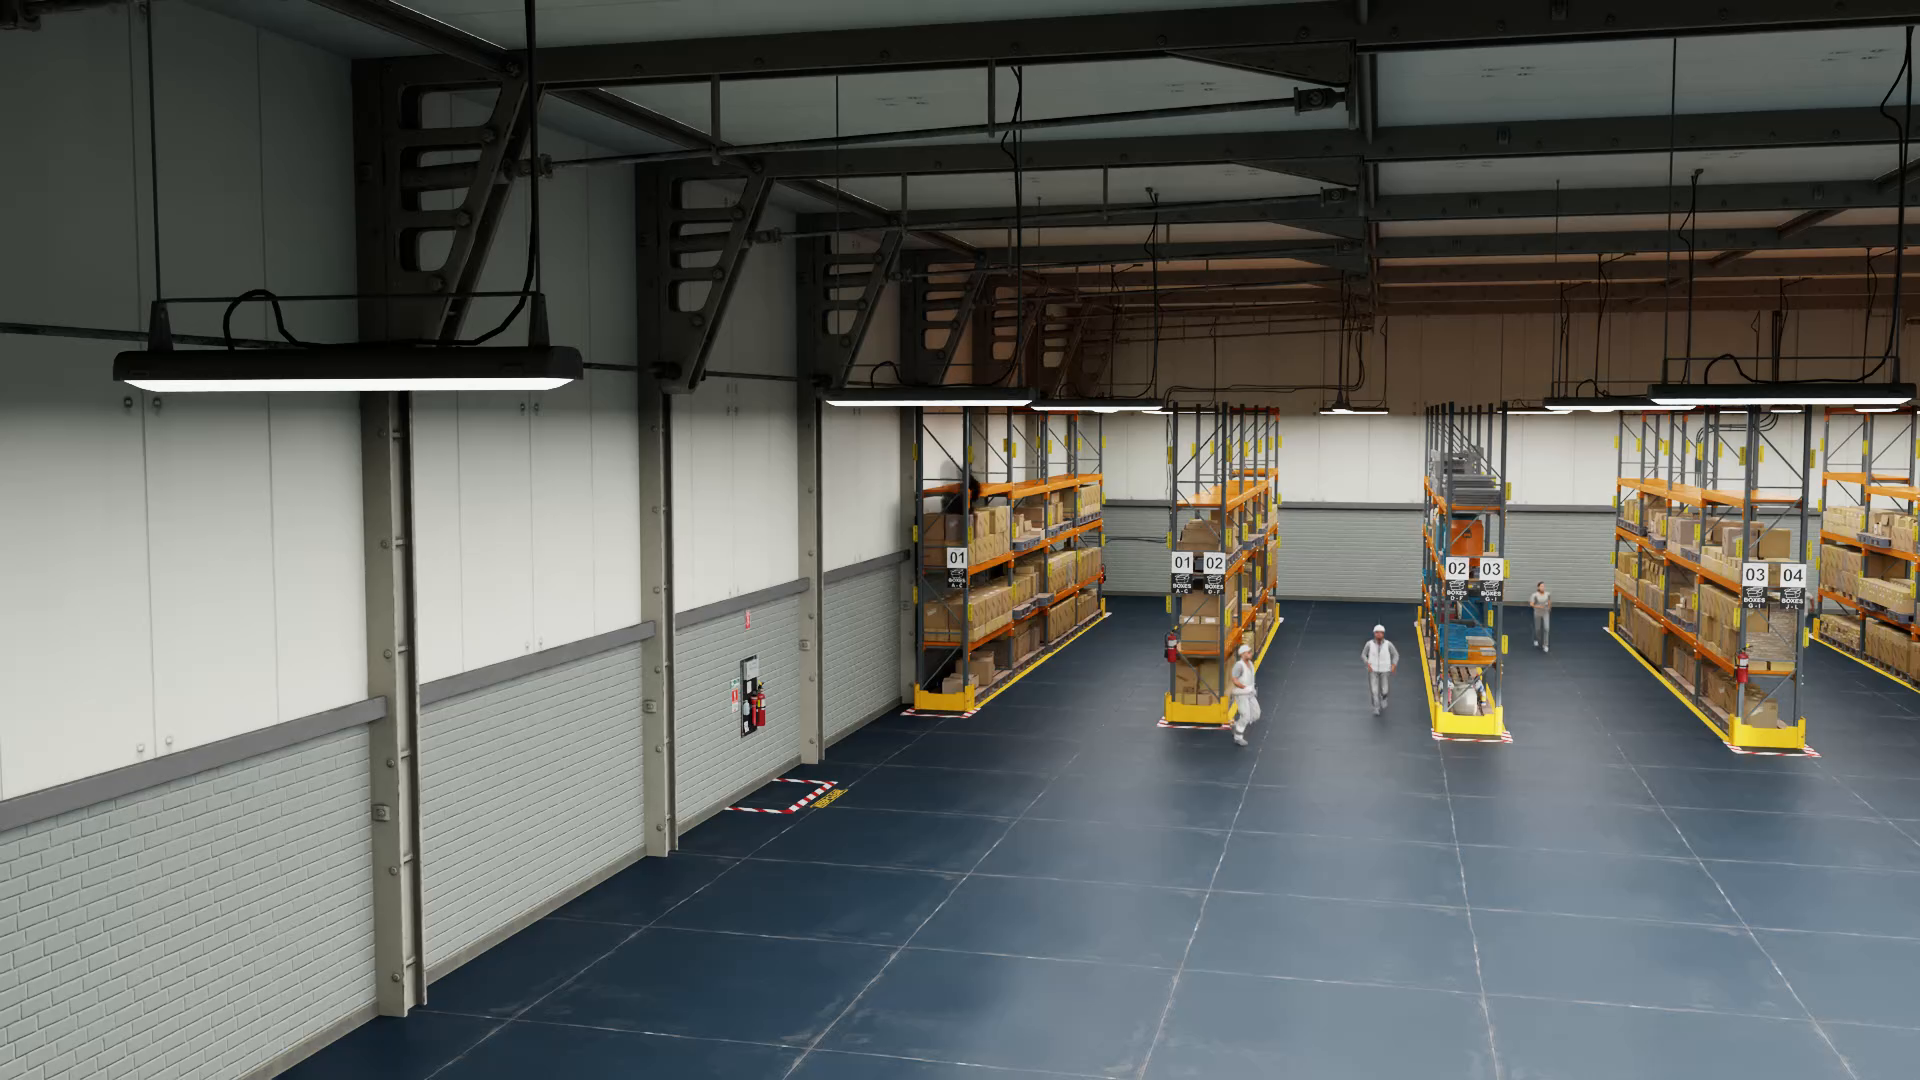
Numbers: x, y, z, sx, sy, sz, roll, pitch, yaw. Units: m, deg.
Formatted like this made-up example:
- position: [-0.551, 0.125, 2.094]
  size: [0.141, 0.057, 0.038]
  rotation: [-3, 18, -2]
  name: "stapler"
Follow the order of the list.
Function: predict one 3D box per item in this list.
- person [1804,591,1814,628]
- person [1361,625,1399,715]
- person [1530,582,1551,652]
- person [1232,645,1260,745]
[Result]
- position: [20.315, 1.868, 40.321]
  size: [0.710, 1.813, 0.903]
  rotation: [2, 5, 21]
  name: "person"
- position: [8.067, 2.496, 31.984]
  size: [0.707, 1.729, 0.609]
  rotation: [1, 4, 14]
  name: "person"
- position: [14.299, 1.860, 40.956]
  size: [0.542, 1.677, 0.967]
  rotation: [1, 4, 7]
  name: "person"
- position: [5.003, 2.701, 29.084]
  size: [0.615, 1.746, 0.699]
  rotation: [4, 6, 42]
  name: "person"
